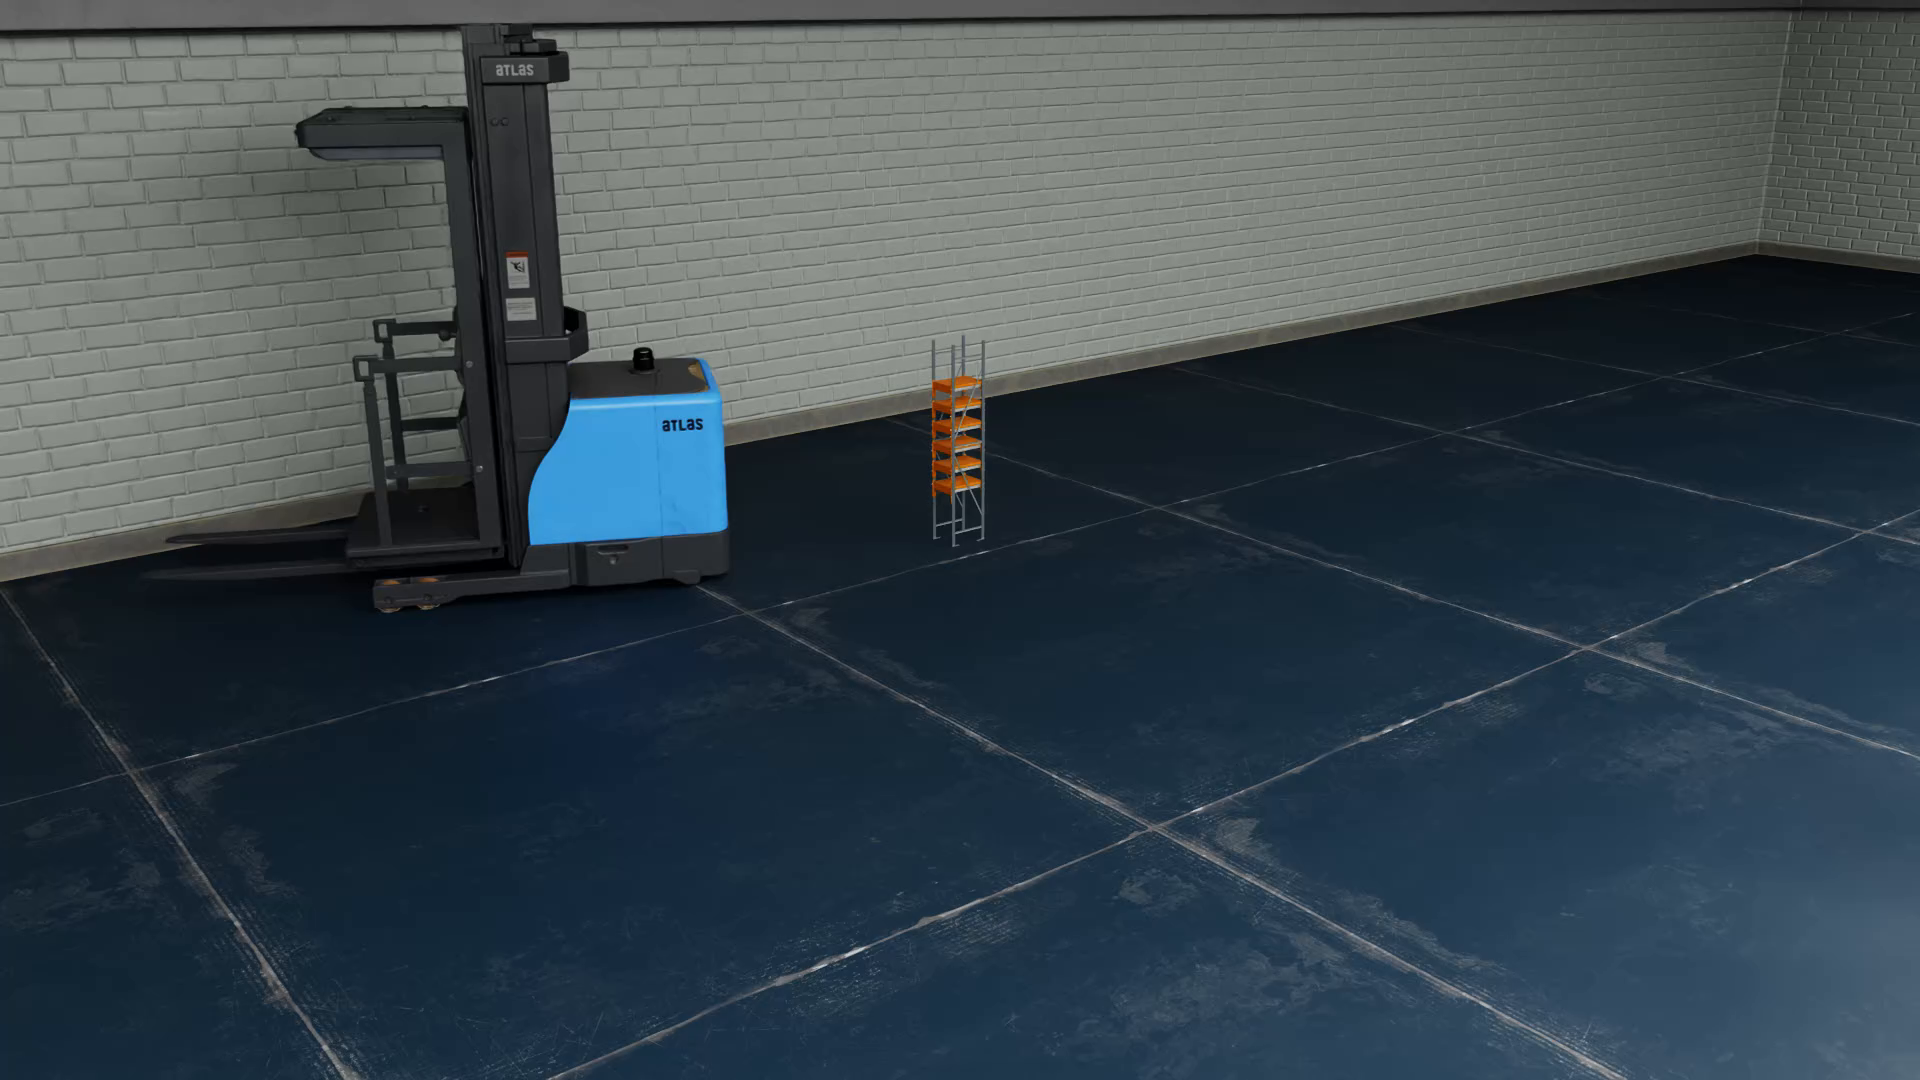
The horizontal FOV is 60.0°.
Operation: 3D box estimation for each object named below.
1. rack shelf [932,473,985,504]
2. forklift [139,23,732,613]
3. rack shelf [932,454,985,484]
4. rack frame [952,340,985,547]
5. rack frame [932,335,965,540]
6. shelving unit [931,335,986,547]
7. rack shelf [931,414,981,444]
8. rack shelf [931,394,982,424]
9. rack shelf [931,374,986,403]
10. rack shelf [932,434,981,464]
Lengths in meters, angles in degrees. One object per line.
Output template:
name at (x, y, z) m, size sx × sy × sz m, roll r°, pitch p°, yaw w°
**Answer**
rack shelf at (-0.009, -0.303, 9.774) m, size 0.258 × 0.103 × 0.180 m, roll -14°, pitch 23°, yaw -36°
forklift at (-2.828, -1.193, 8.803) m, size 3.031 × 2.935 × 1.130 m, roll -4°, pitch 19°, yaw -12°
rack shelf at (-0.009, -0.417, 9.736) m, size 0.258 × 0.103 × 0.180 m, roll -14°, pitch 23°, yaw -36°
rack frame at (0.048, -0.551, 9.617) m, size 0.240 × 1.200 × 0.006 m, roll -14°, pitch 23°, yaw -36°
rack frame at (-0.066, -0.596, 9.753) m, size 0.240 × 1.200 × 0.006 m, roll -14°, pitch 23°, yaw -36°
shelving unit at (-0.009, -0.573, 9.685) m, size 0.258 × 1.200 × 0.189 m, roll -14°, pitch 23°, yaw -36°
rack shelf at (-0.009, -0.645, 9.661) m, size 0.258 × 0.103 × 0.180 m, roll -14°, pitch 23°, yaw -36°
rack shelf at (-0.009, -0.759, 9.623) m, size 0.258 × 0.103 × 0.180 m, roll -14°, pitch 23°, yaw -36°
rack shelf at (-0.009, -0.873, 9.585) m, size 0.258 × 0.103 × 0.180 m, roll -14°, pitch 23°, yaw -36°
rack shelf at (-0.009, -0.531, 9.699) m, size 0.258 × 0.103 × 0.180 m, roll -14°, pitch 23°, yaw -36°
